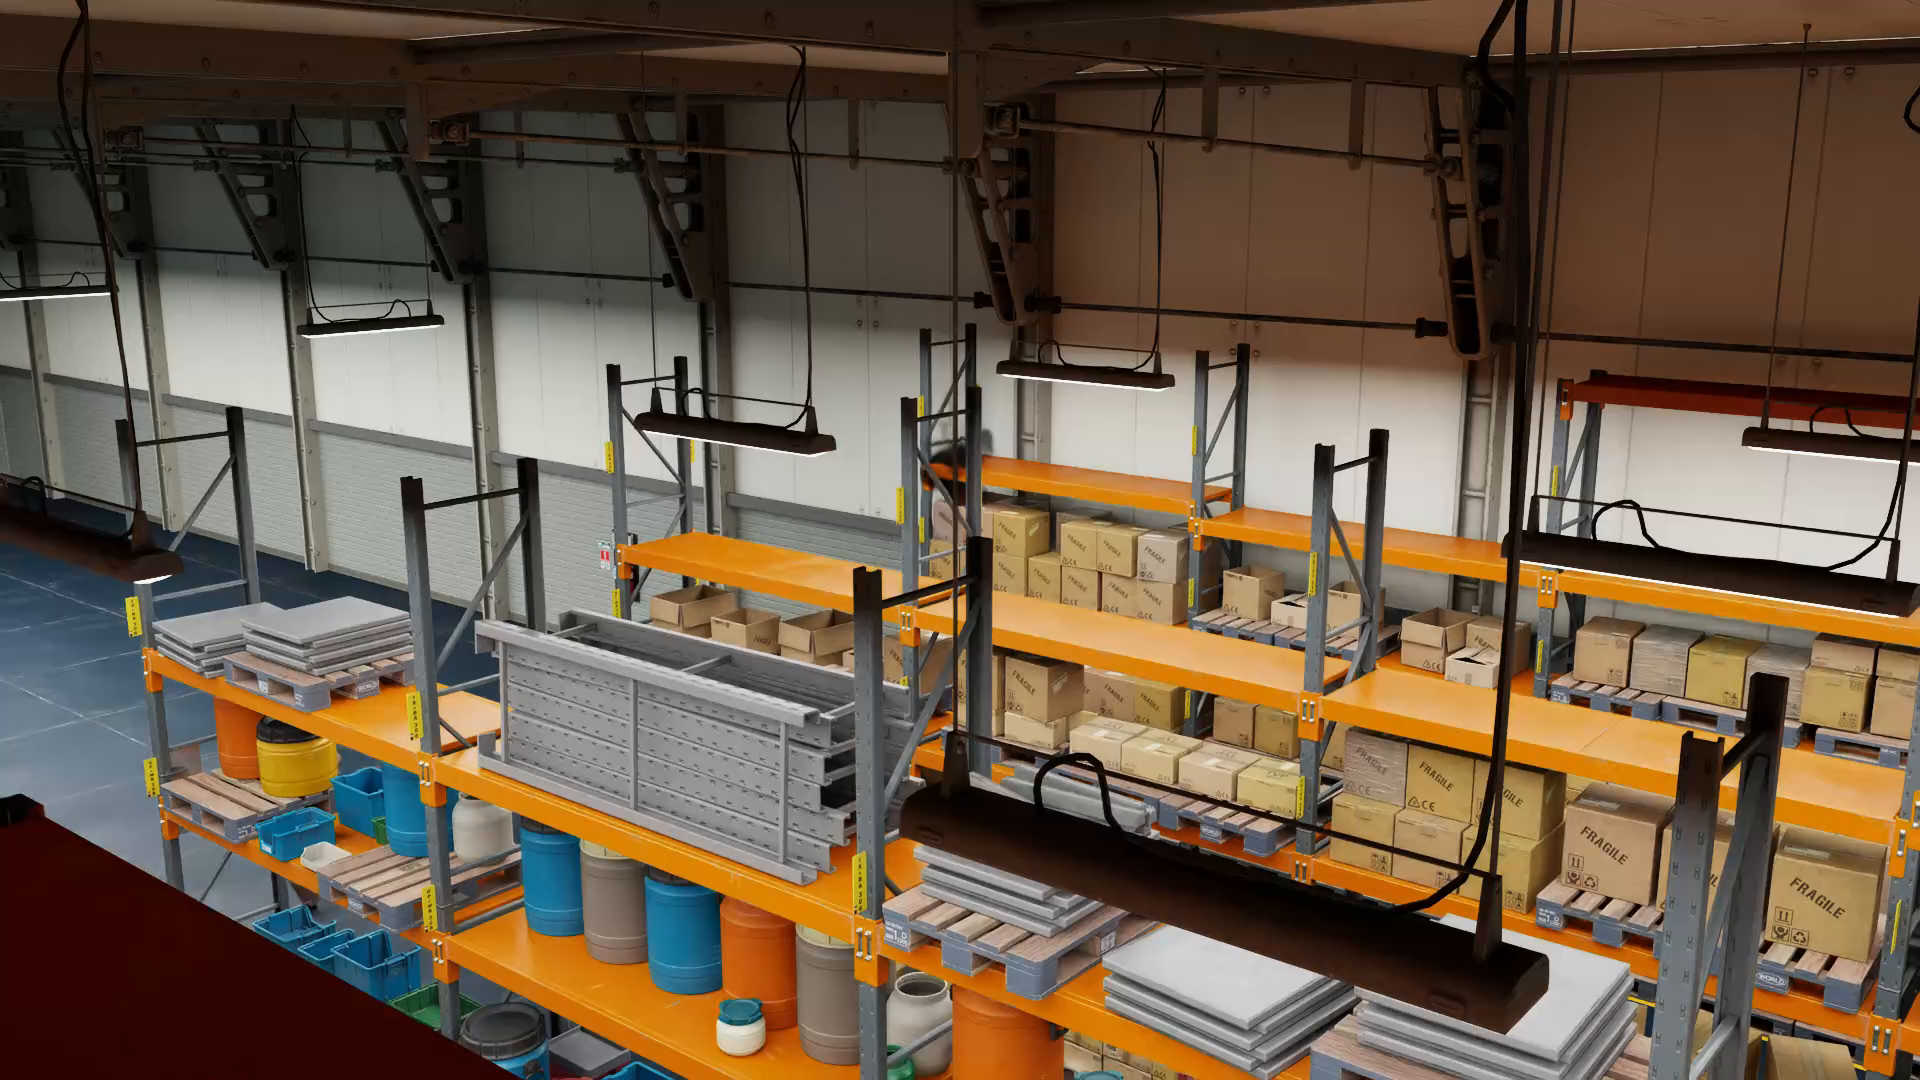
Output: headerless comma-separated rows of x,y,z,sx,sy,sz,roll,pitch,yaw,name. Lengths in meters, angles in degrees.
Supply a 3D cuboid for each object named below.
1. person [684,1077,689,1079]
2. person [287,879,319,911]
-1.963,4.330,12.985,0.917,1.727,0.701,8,15,31,person
-7.136,3.247,18.122,0.585,1.676,0.661,-8,15,-31,person
